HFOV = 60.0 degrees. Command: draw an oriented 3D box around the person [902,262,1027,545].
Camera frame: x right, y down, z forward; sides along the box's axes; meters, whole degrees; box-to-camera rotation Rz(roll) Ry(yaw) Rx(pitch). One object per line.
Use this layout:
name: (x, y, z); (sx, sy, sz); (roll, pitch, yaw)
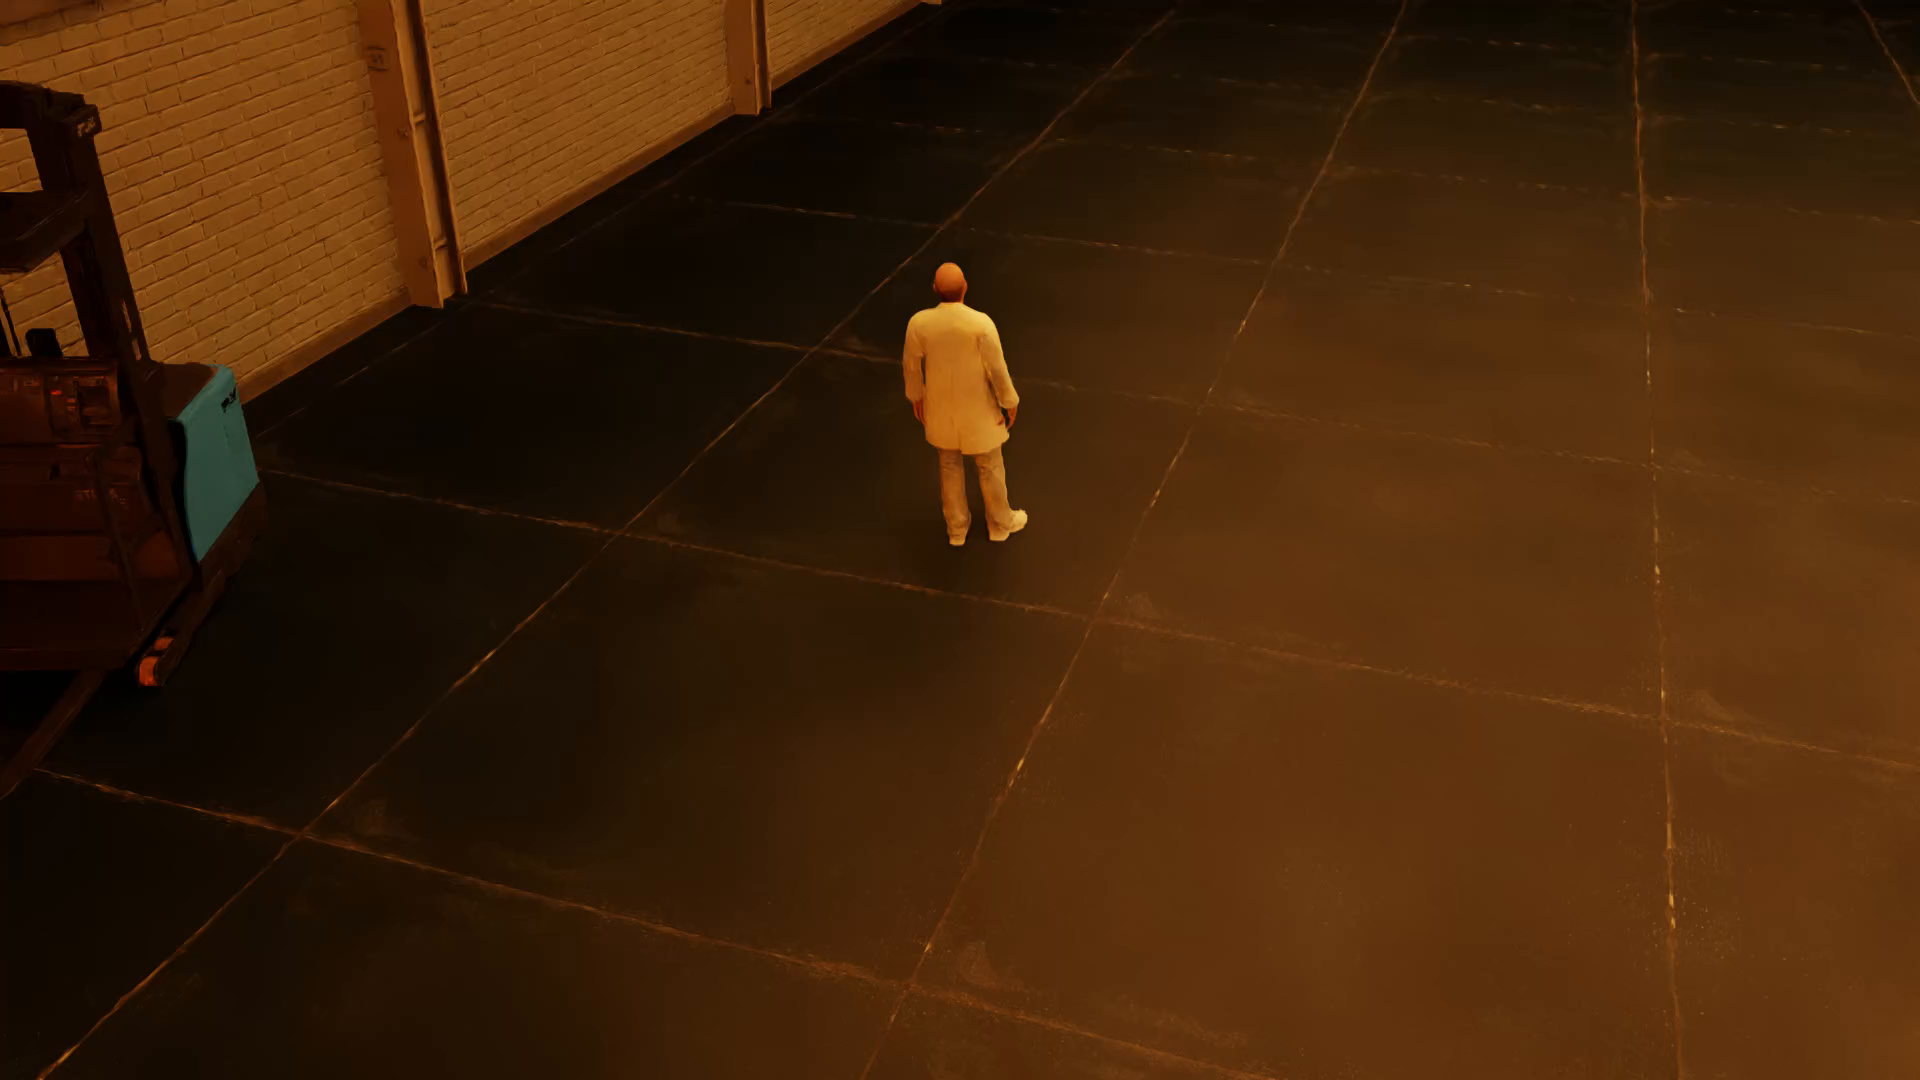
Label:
person: (0.034, -0.820, 9.726); (0.694, 1.776, 0.579); (10, 31, 16)

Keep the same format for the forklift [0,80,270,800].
forklift: (-4.733, -0.646, 8.269); (1.130, 2.935, 3.031); (-1, 30, -1)
